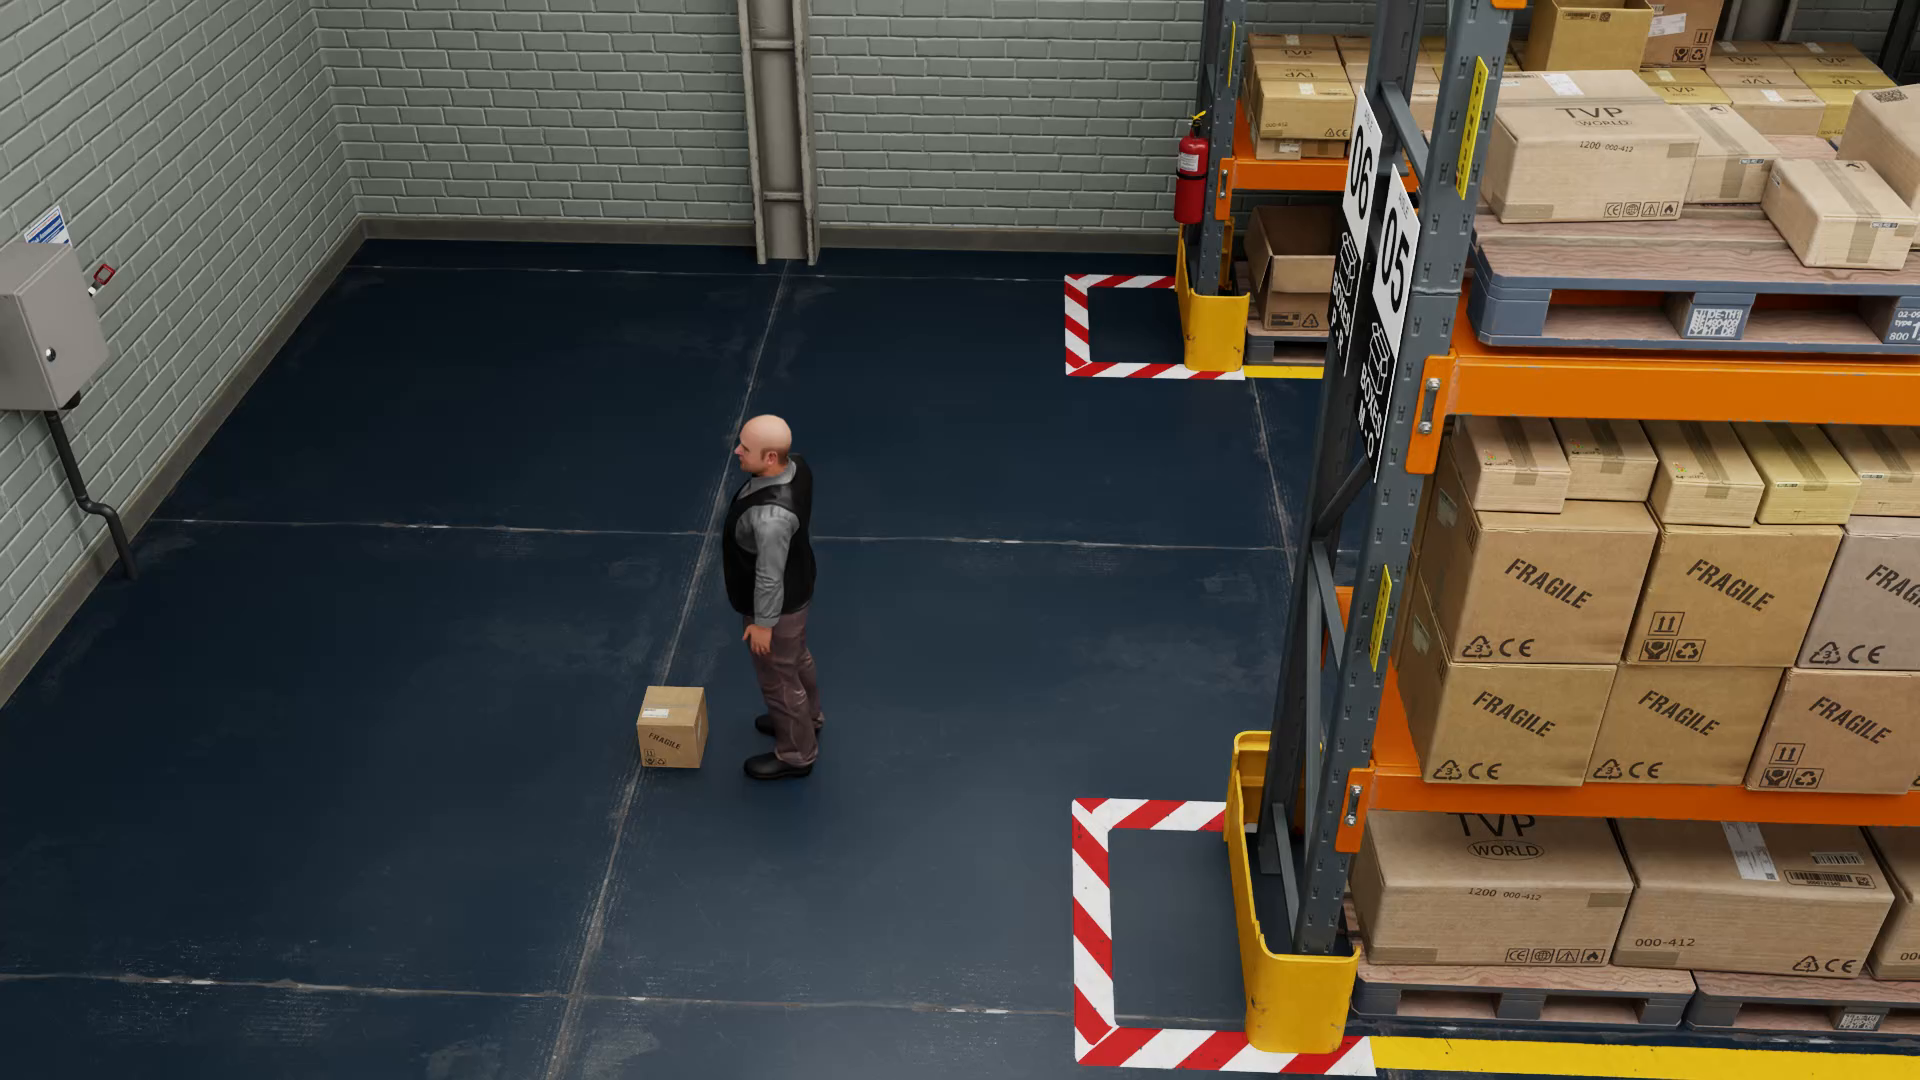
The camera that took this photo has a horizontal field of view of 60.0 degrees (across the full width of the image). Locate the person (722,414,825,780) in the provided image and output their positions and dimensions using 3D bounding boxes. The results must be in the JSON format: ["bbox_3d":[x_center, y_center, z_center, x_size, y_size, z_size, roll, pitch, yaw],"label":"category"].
[{"bbox_3d":[-0.768,0.238,6.804,0.355,1.725,0.535,2,36,3],"label":"person"}]
